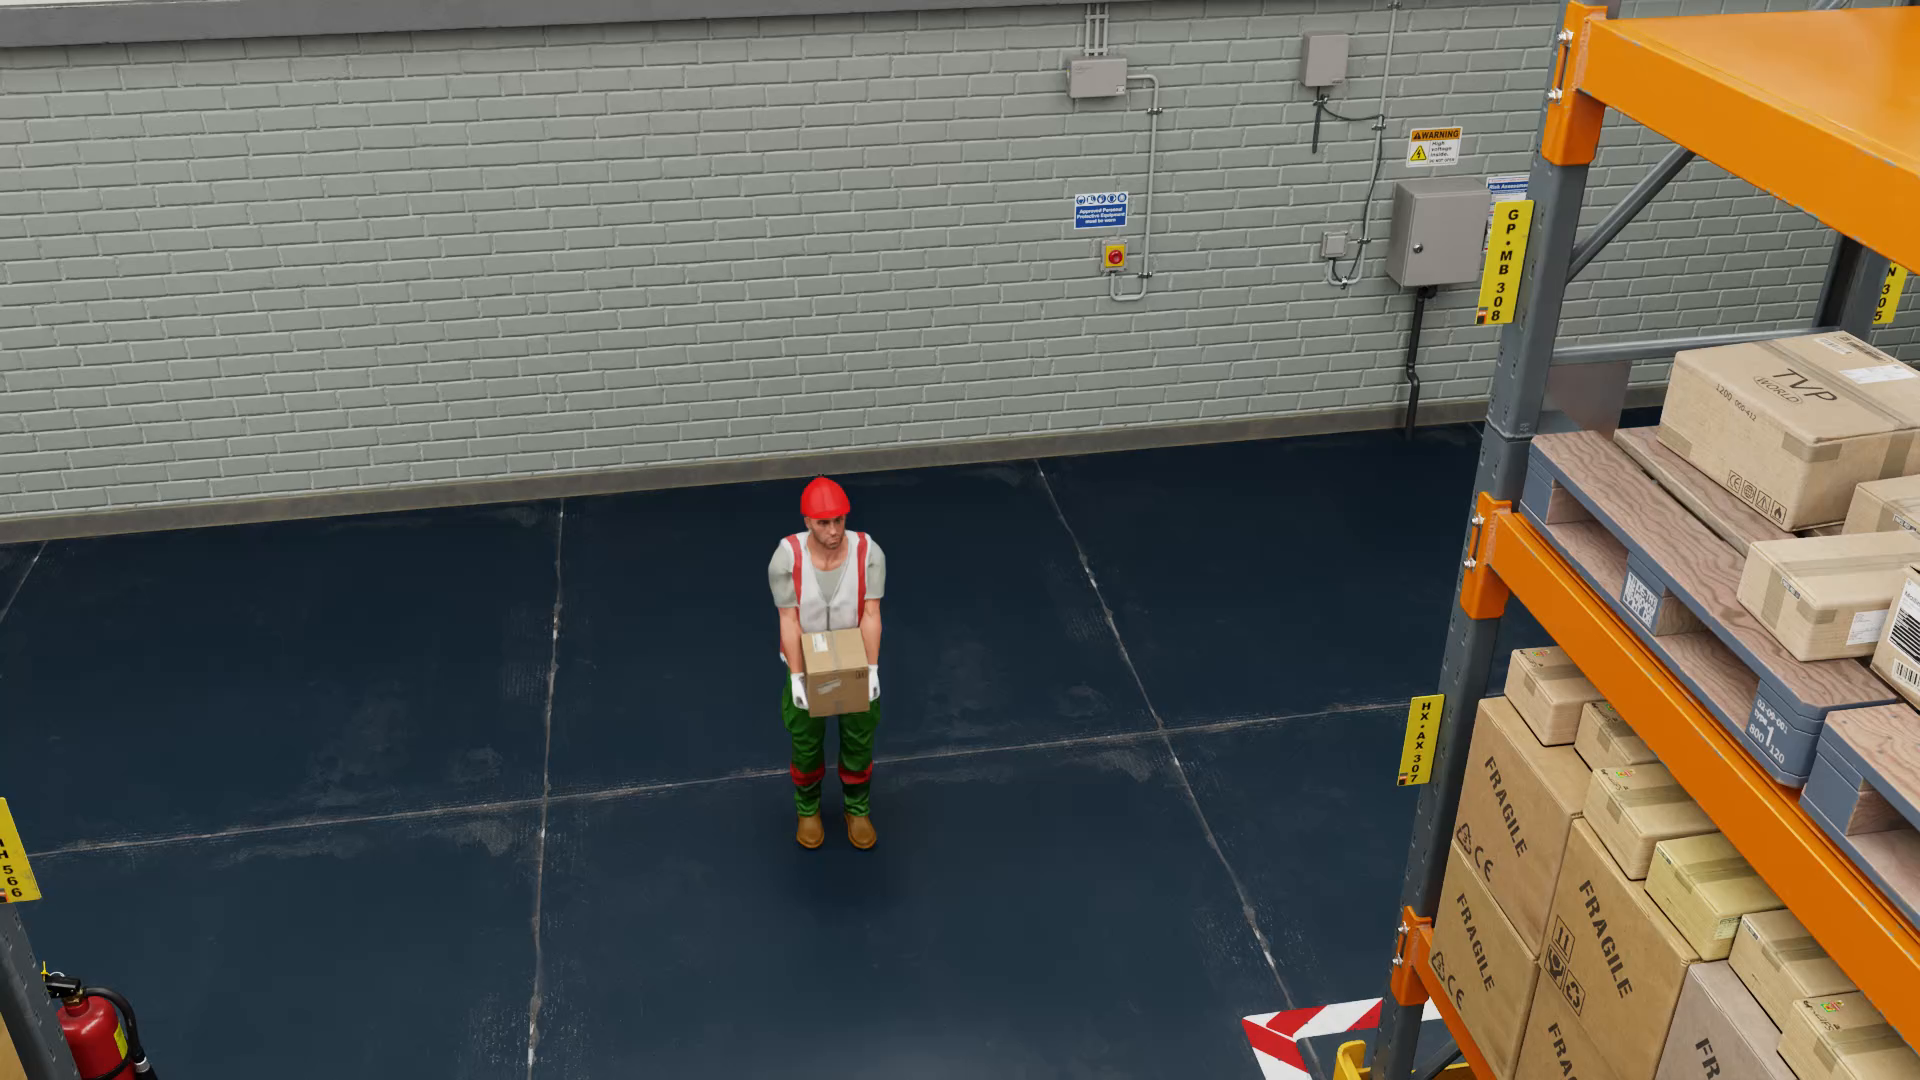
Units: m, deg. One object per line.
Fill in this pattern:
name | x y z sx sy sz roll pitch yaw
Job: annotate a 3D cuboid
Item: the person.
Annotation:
person | -0.538 0.579 7.129 0.495 1.787 0.563 -6 31 -9
